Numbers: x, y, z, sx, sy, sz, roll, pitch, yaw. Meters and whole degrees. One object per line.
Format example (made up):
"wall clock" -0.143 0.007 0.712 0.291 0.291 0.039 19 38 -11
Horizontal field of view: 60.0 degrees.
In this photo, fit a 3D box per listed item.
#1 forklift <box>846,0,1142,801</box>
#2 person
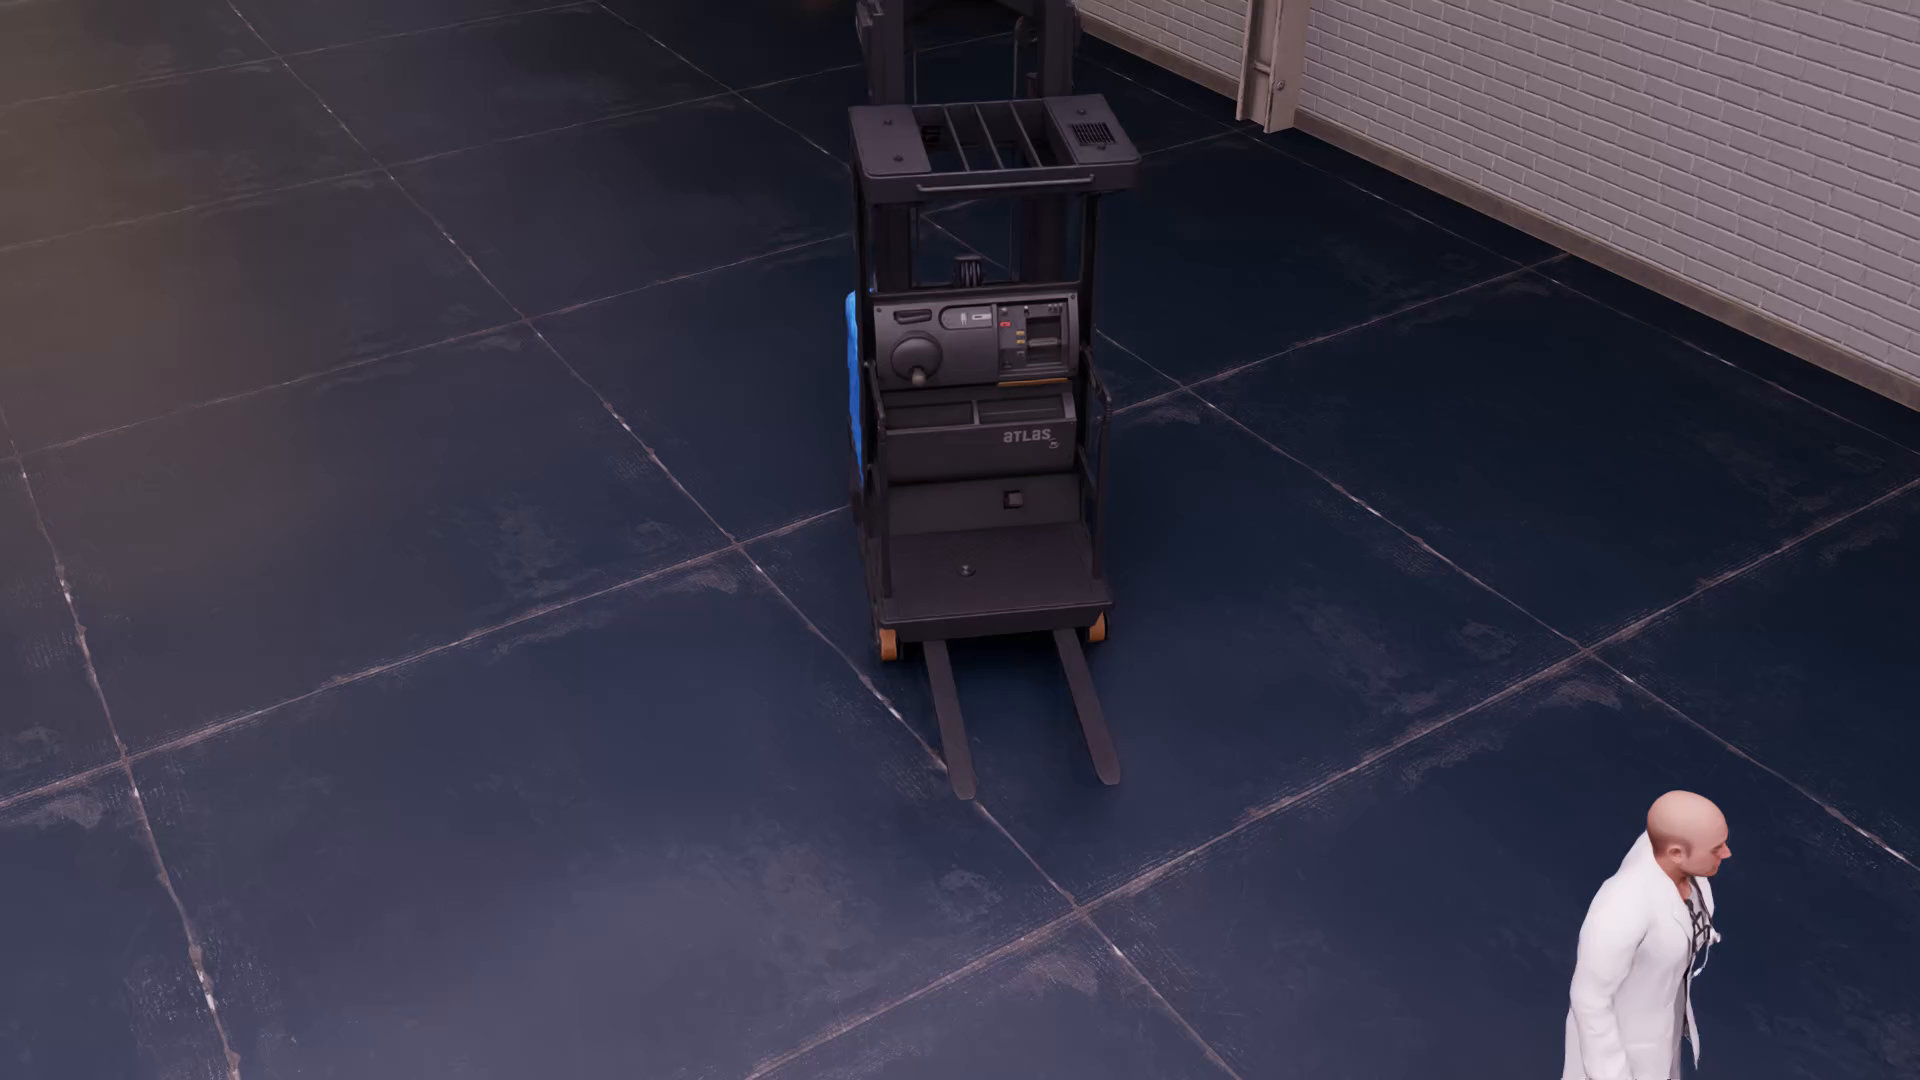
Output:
"forklift" 0.111 -0.843 7.347 1.130 2.935 3.031 -5 35 -7
"person" 2.096 1.510 5.031 0.511 1.803 0.681 25 42 31
